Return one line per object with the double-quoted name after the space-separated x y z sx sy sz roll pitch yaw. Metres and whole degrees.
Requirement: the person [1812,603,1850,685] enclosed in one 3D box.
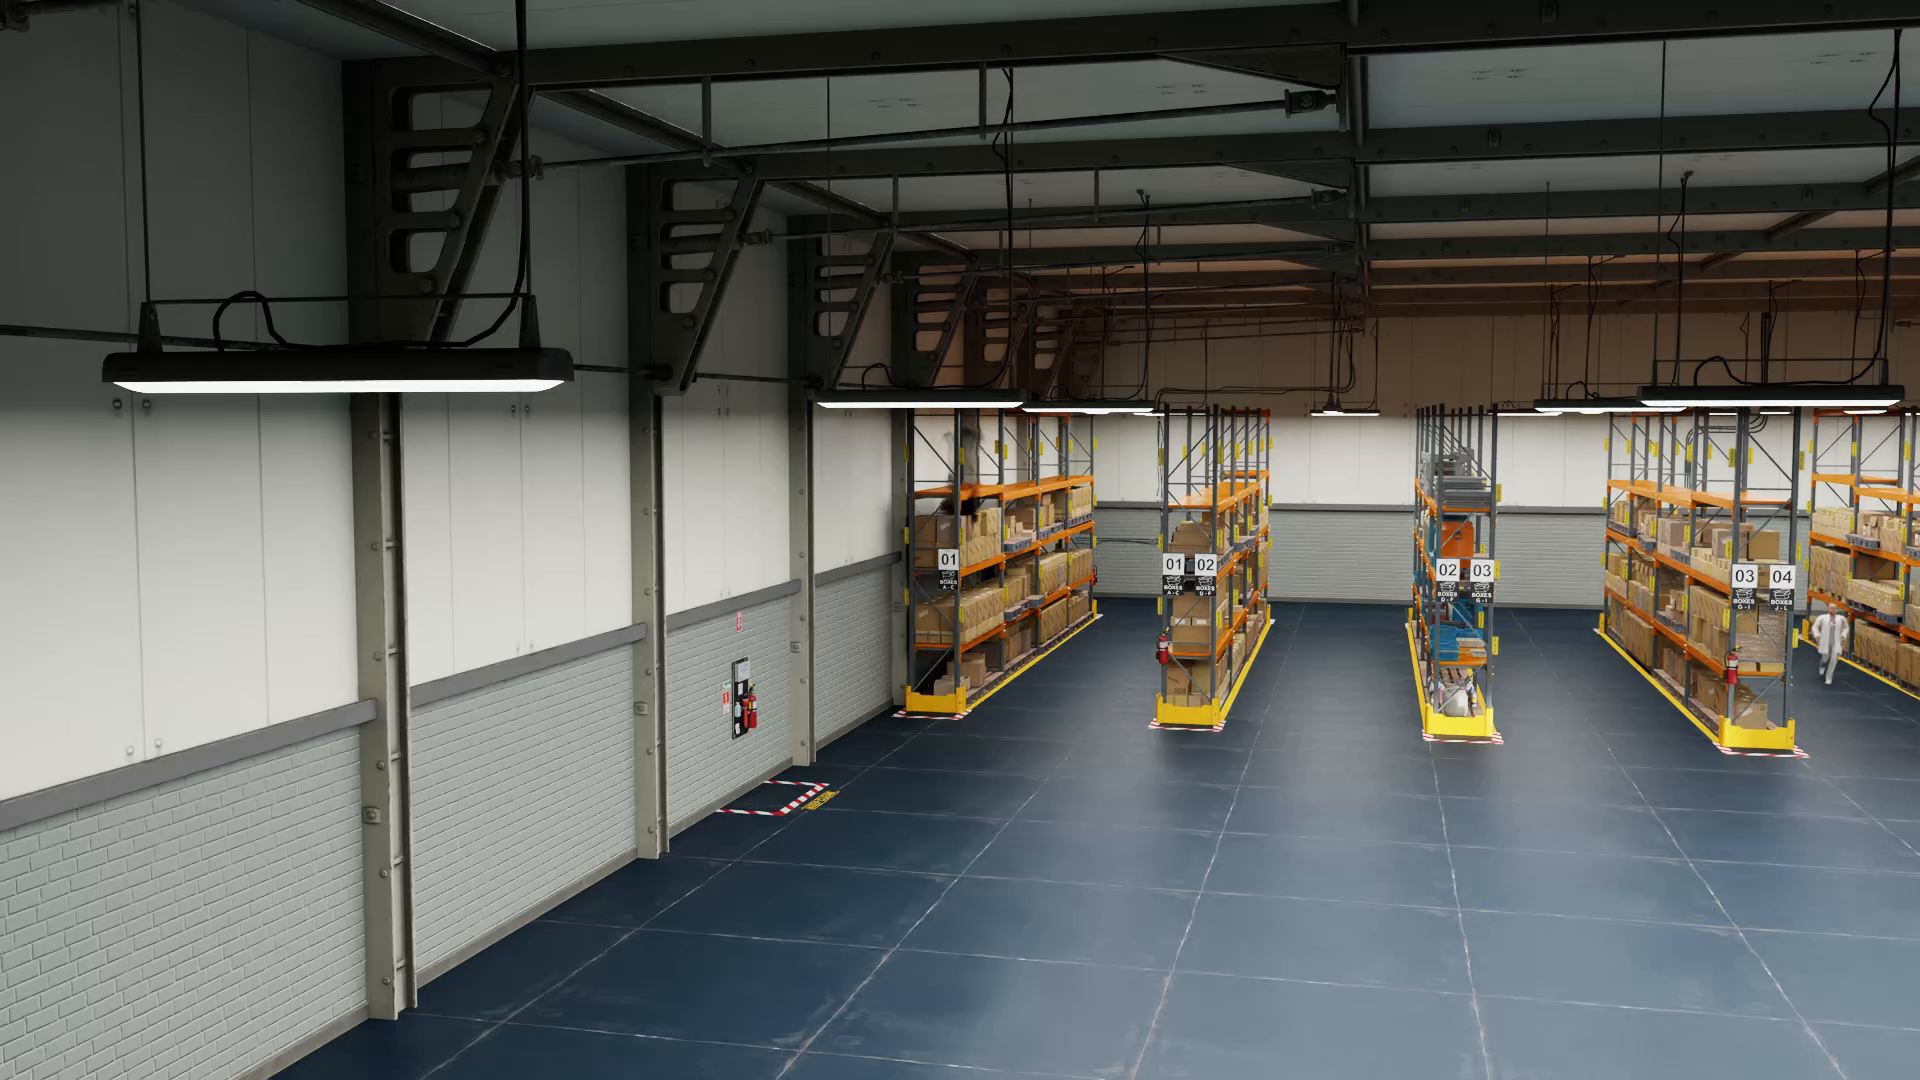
18.905 2.240 36.097 0.726 1.743 0.771 2 4 22 "person"
